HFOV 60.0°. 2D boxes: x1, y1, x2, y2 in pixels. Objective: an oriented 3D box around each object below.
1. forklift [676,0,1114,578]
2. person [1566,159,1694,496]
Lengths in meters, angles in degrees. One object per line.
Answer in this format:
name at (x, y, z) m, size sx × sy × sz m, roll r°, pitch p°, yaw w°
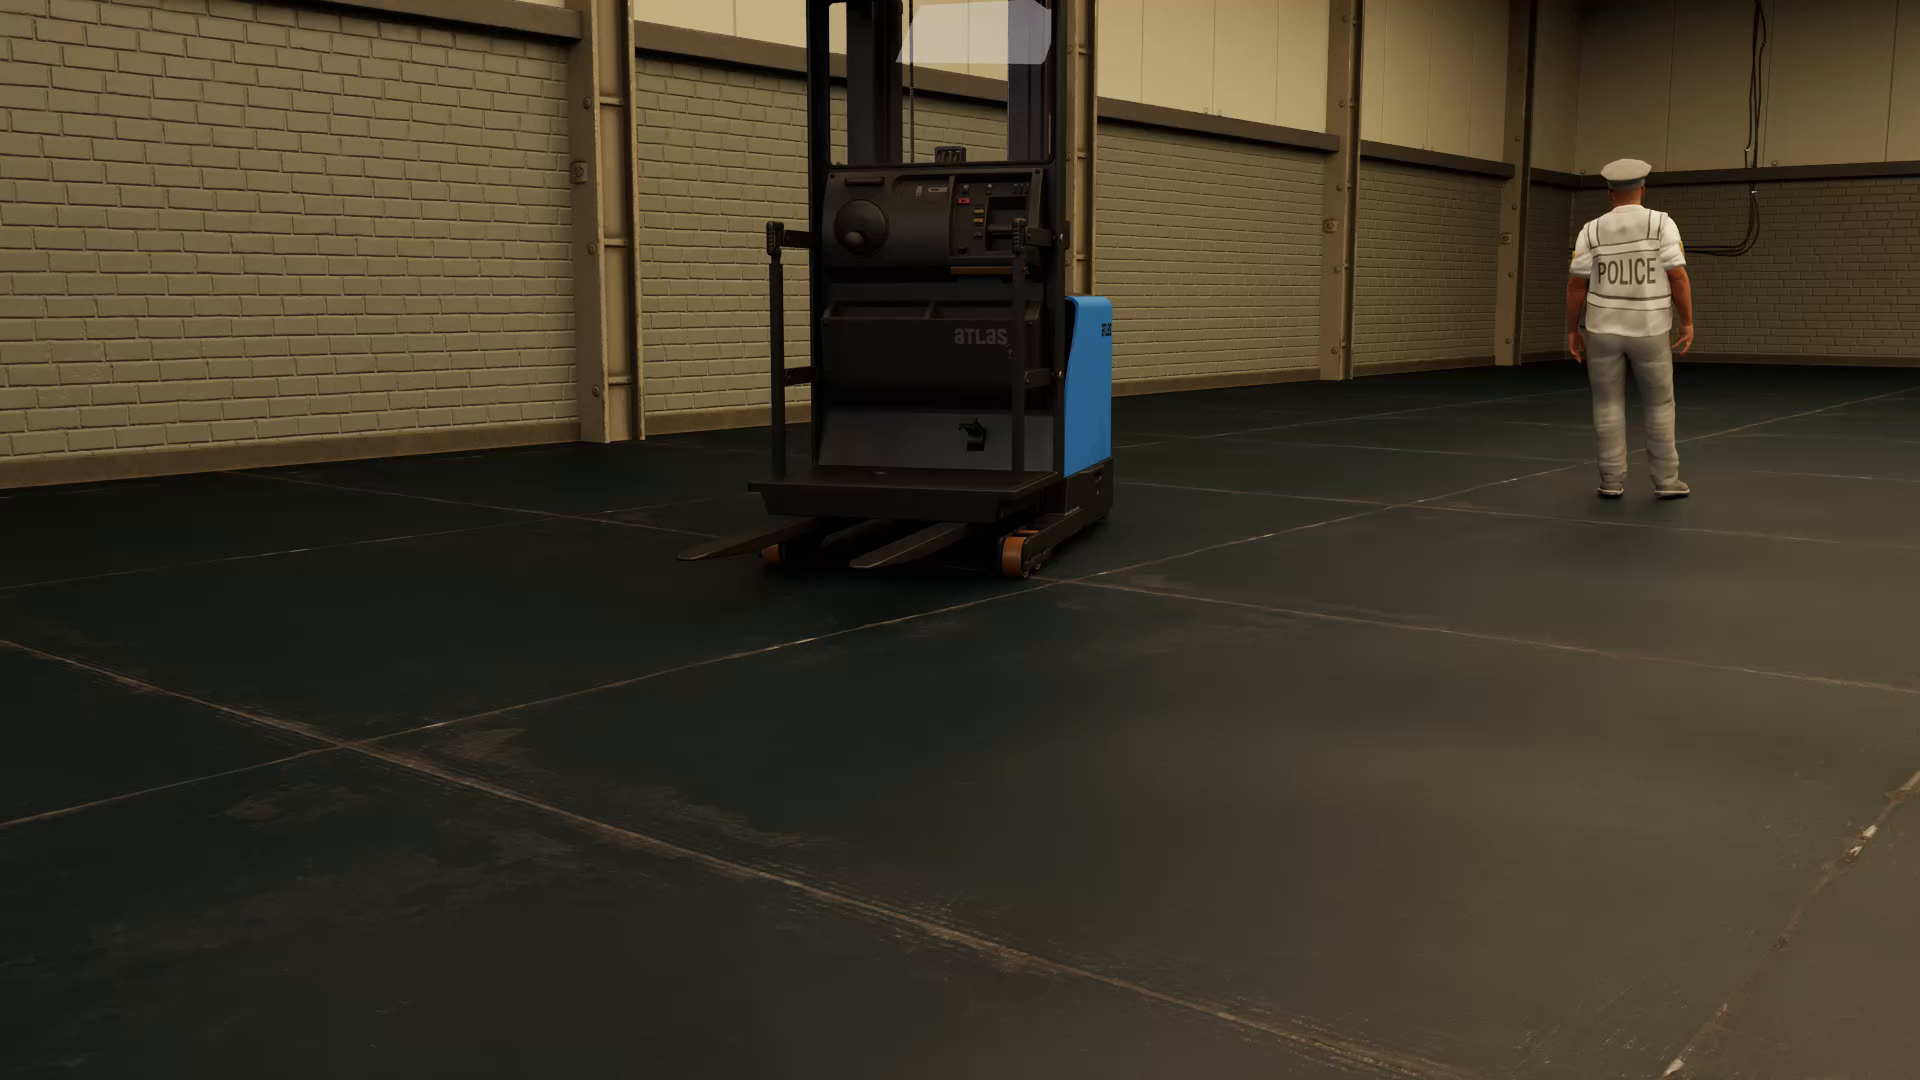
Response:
forklift at (-0.176, -1.366, 6.616) m, size 1.130 × 2.935 × 3.031 m, roll 3°, pitch 9°, yaw 17°
person at (3.583, -1.123, 8.877) m, size 0.640 × 1.780 × 0.575 m, roll 5°, pitch 9°, yaw 29°
